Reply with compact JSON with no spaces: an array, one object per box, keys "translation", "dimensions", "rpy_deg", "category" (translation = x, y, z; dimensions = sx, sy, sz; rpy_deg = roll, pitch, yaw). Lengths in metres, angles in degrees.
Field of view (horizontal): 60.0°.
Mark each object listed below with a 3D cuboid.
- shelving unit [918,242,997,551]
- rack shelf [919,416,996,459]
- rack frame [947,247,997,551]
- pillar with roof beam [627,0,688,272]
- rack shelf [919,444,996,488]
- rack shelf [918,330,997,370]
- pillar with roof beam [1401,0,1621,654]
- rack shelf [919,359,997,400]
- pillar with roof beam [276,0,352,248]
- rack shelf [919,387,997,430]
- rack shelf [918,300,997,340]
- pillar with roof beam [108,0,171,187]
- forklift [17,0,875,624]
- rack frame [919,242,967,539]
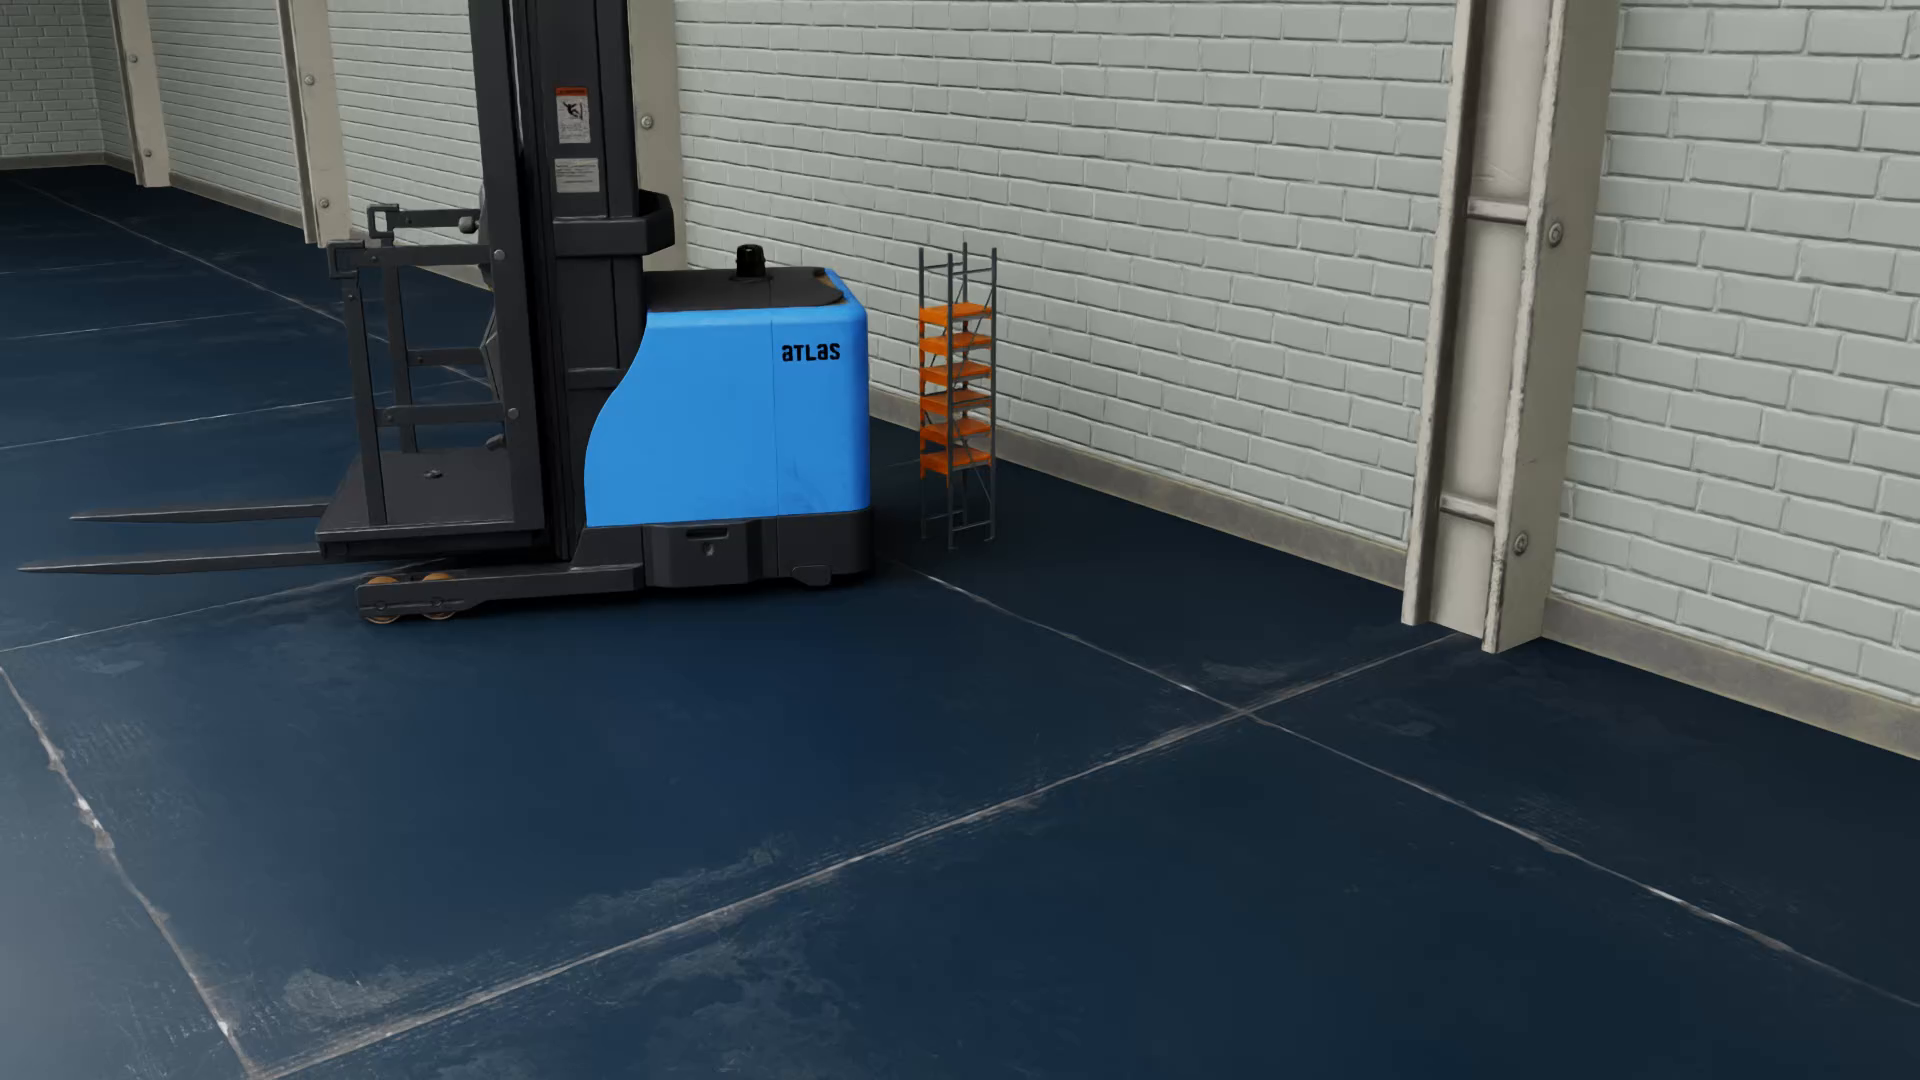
[{"translation":[-0.009,-0.573,6.685],"dimensions":[0.258,1.200,0.189],"rpy_deg":[-14,23,-36],"category":"shelving unit"},{"translation":[-0.009,-0.417,6.736],"dimensions":[0.258,0.103,0.180],"rpy_deg":[-14,23,-36],"category":"rack shelf"},{"translation":[0.048,-0.551,6.617],"dimensions":[0.240,1.200,0.006],"rpy_deg":[-14,23,-36],"category":"rack frame"},{"translation":[-5.275,-4.598,6.434],"dimensions":[9.100,9.000,0.400],"rpy_deg":[-14,23,-36],"category":"pillar with roof beam"},{"translation":[-0.009,-0.303,6.774],"dimensions":[0.258,0.103,0.180],"rpy_deg":[-14,23,-36],"category":"rack shelf"},{"translation":[-0.009,-0.759,6.623],"dimensions":[0.258,0.103,0.180],"rpy_deg":[-14,23,-36],"category":"rack shelf"},{"translation":[-1.550,-3.120,1.969],"dimensions":[9.100,9.000,0.400],"rpy_deg":[-14,23,-36],"category":"pillar with roof beam"},{"translation":[-0.009,-0.645,6.661],"dimensions":[0.258,0.103,0.180],"rpy_deg":[-14,23,-36],"category":"rack shelf"},{"translation":[-9.001,-6.077,10.899],"dimensions":[9.100,9.000,0.400],"rpy_deg":[-14,23,-36],"category":"pillar with roof beam"},{"translation":[-0.009,-0.531,6.699],"dimensions":[0.258,0.103,0.180],"rpy_deg":[-14,23,-36],"category":"rack shelf"},{"translation":[-0.009,-0.873,6.585],"dimensions":[0.258,0.103,0.180],"rpy_deg":[-14,23,-36],"category":"rack shelf"},{"translation":[-12.726,-7.555,15.364],"dimensions":[9.100,9.000,0.400],"rpy_deg":[-14,23,-36],"category":"pillar with roof beam"},{"translation":[-1.893,-1.272,6.041],"dimensions":[3.031,2.935,1.130],"rpy_deg":[-4,19,-11],"category":"forklift"},{"translation":[-0.066,-0.596,6.753],"dimensions":[0.240,1.200,0.006],"rpy_deg":[-14,23,-36],"category":"rack frame"}]
